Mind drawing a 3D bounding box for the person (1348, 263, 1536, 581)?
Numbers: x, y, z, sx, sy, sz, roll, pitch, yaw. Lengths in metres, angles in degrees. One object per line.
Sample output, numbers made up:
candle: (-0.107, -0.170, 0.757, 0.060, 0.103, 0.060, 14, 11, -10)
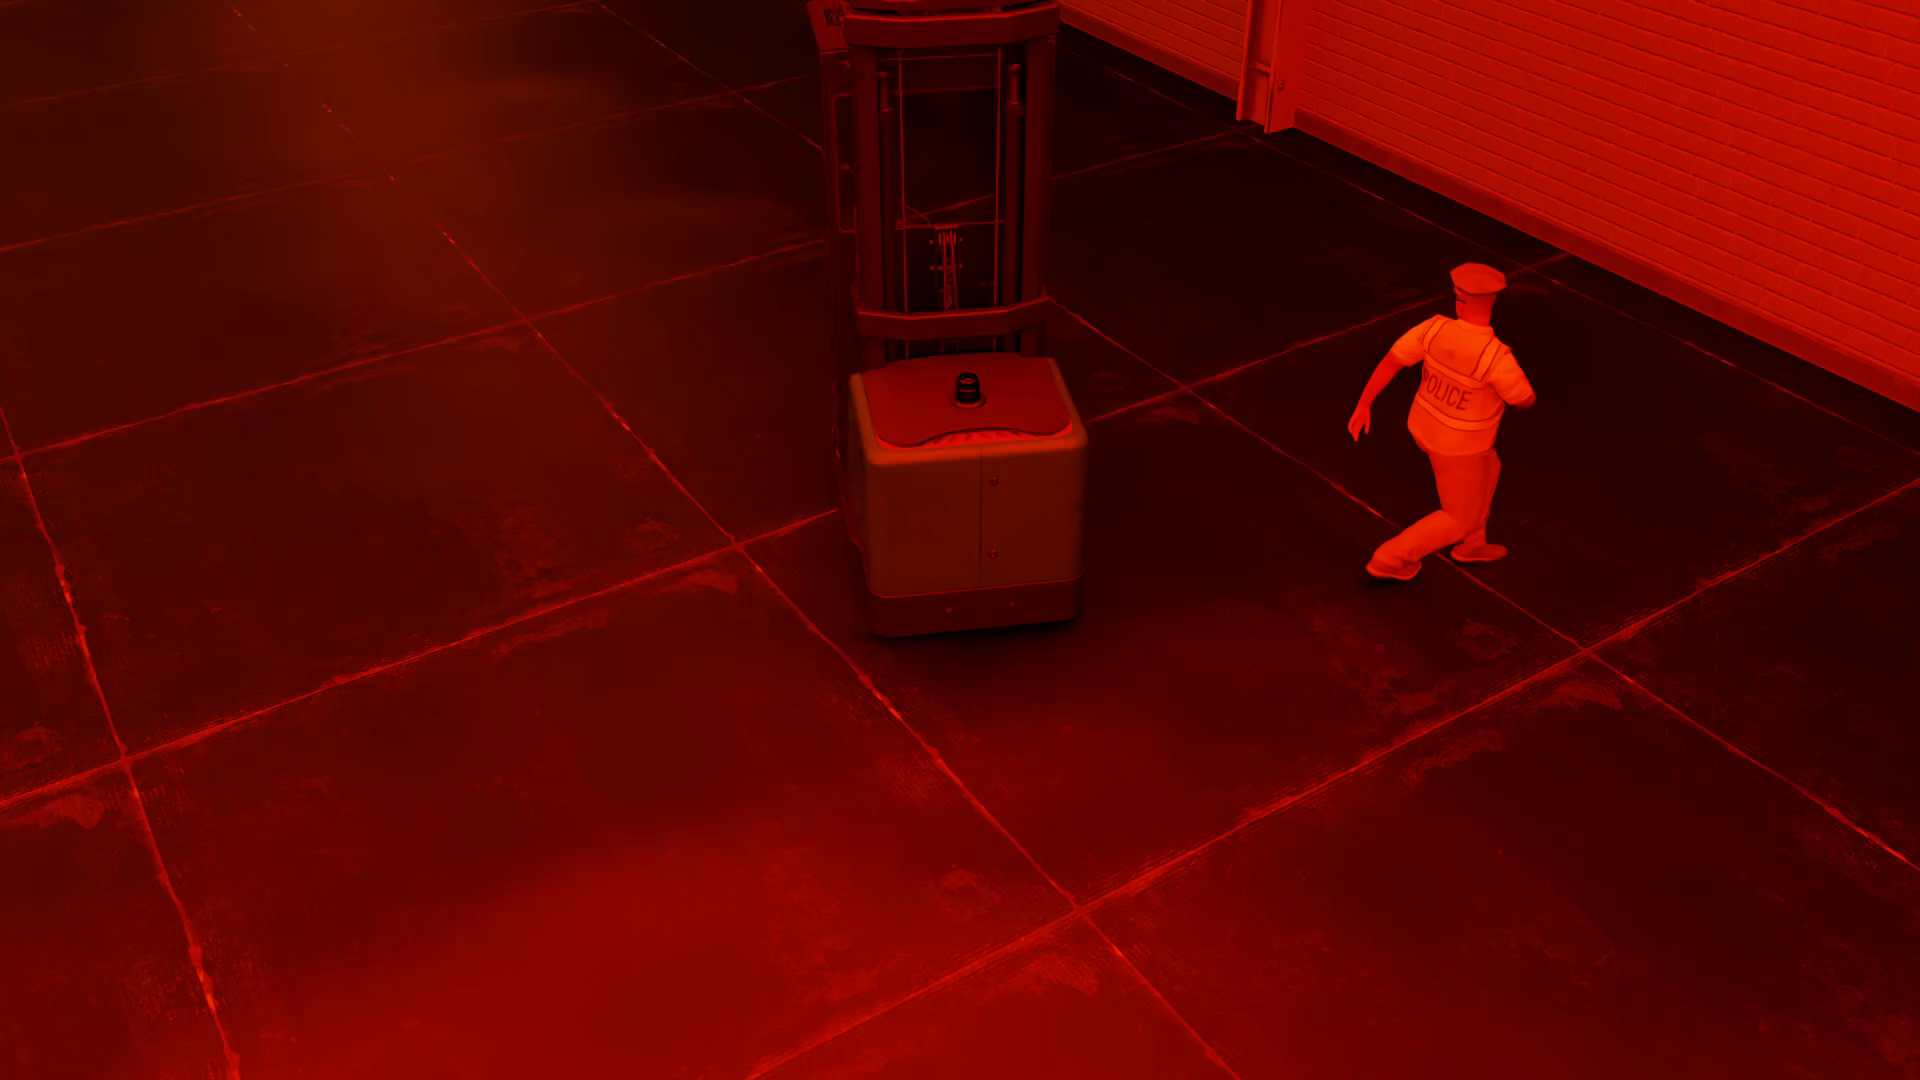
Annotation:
person: (2.397, -0.524, 8.033, 0.925, 1.673, 0.567, -11, 36, -15)

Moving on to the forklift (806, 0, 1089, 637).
forklift: (-0.144, -1.575, 8.388, 1.130, 2.935, 3.031, -5, 35, -8)
